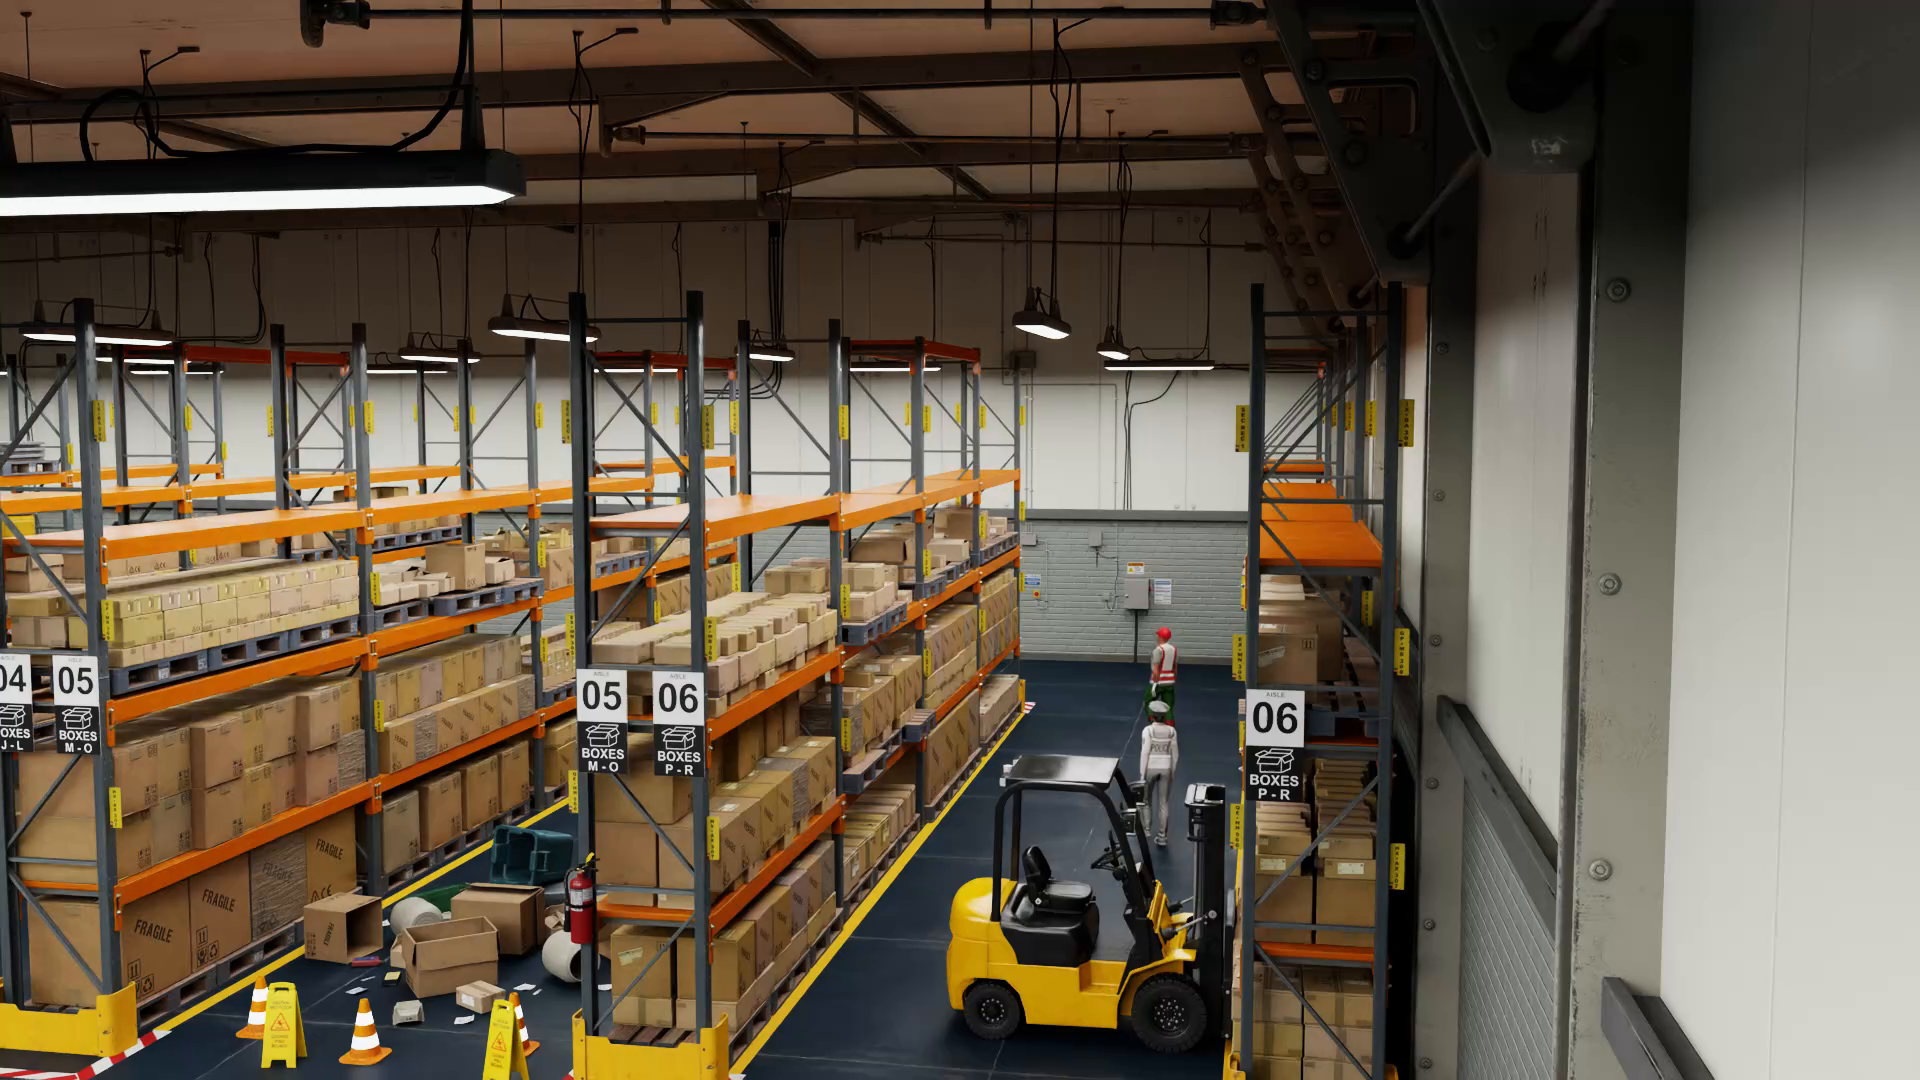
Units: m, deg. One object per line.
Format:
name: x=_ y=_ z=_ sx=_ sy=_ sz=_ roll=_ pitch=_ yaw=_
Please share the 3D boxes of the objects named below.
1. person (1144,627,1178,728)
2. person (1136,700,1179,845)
person: x=3.123 y=2.224 z=25.462 sx=0.545 sy=1.788 sz=0.542 roll=-2 pitch=5 yaw=-22
person: x=2.348 y=2.769 z=19.667 sx=0.502 sy=1.713 sz=0.667 roll=0 pitch=5 yaw=-6
